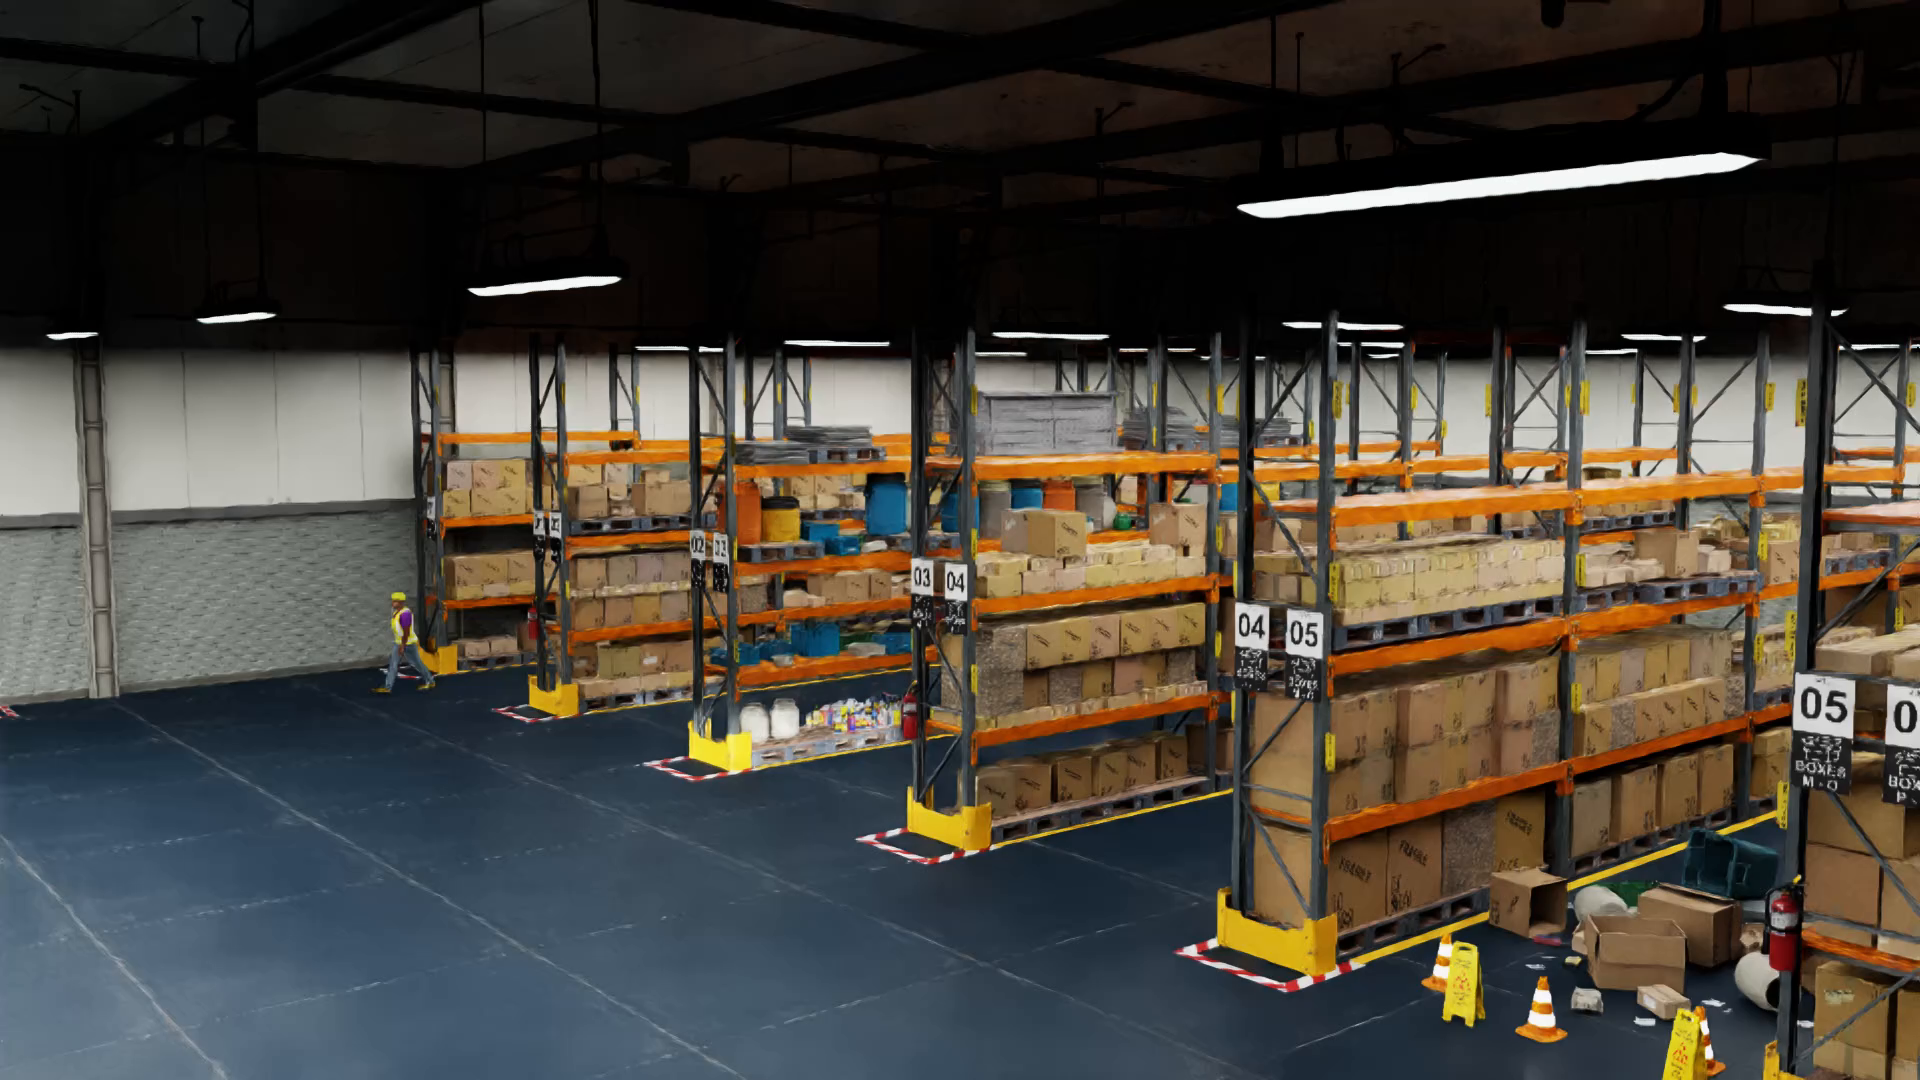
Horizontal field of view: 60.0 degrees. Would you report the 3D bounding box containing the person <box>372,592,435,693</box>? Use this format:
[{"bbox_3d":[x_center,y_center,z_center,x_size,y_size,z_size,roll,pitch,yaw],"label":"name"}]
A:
[{"bbox_3d":[-9.372,1.721,28.005,1.043,1.716,0.589,-5,7,-41],"label":"person"}]
